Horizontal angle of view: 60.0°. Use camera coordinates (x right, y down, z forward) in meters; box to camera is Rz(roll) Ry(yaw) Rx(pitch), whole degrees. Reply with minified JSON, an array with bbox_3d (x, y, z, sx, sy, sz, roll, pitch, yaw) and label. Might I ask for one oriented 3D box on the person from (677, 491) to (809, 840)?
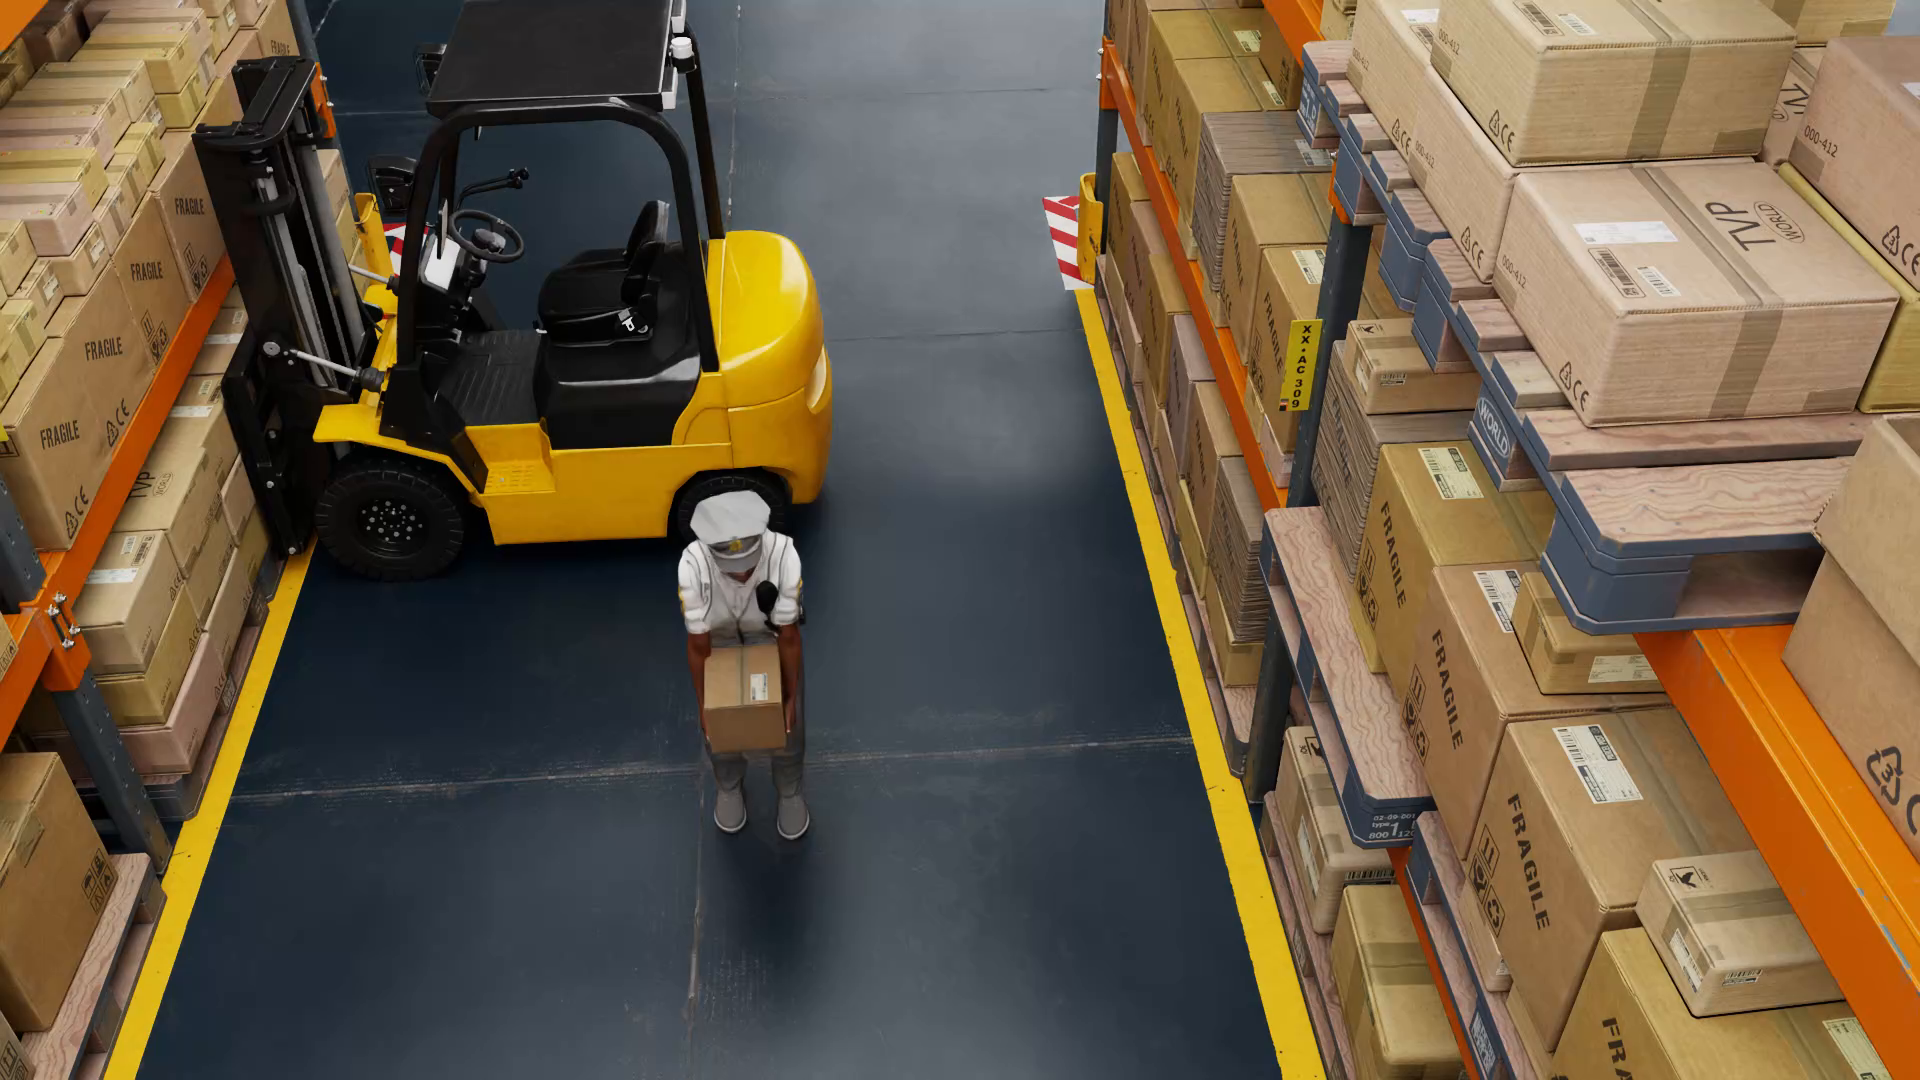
[{"bbox_3d":[-0.725,0.419,5.705,0.412,1.595,0.575,-4,40,-5],"label":"person"}]
